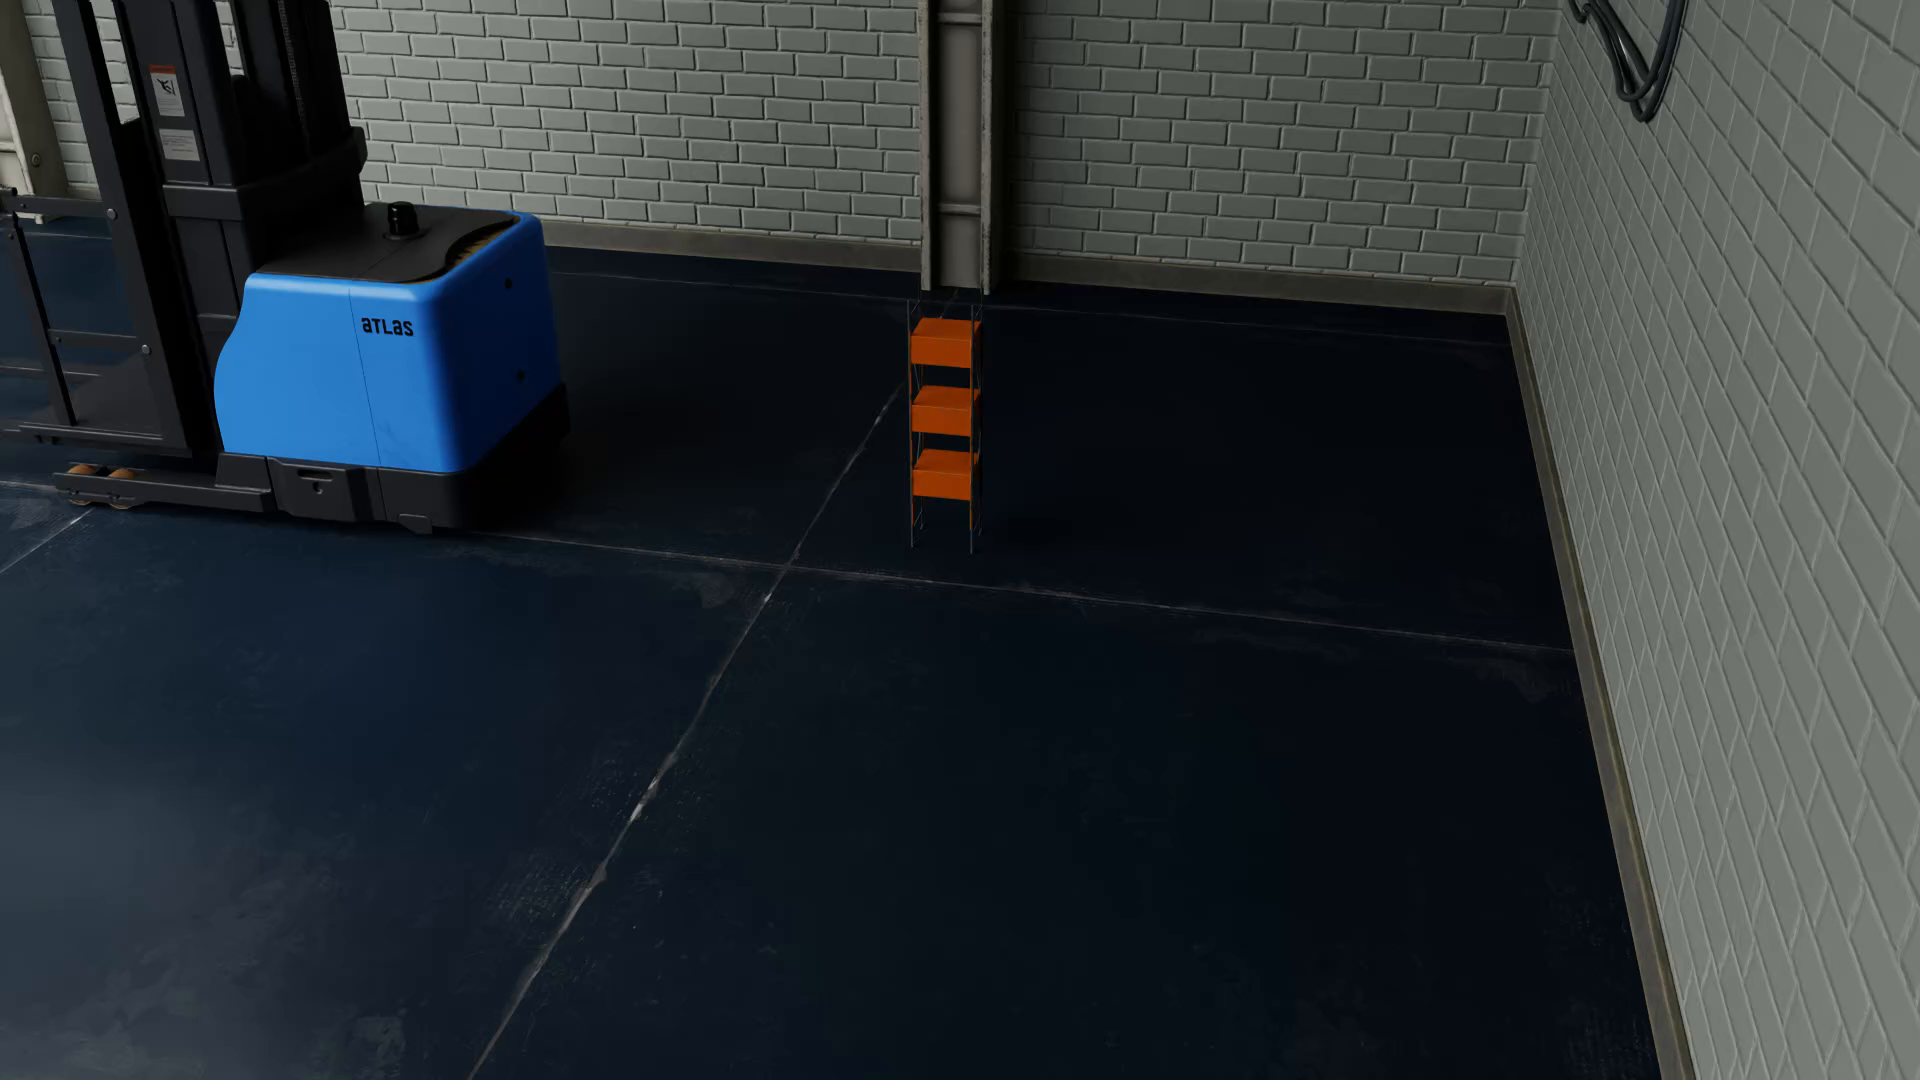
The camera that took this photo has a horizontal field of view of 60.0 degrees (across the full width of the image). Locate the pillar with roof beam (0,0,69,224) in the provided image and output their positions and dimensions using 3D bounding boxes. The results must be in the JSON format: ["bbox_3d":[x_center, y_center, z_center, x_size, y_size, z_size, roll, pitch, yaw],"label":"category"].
[{"bbox_3d":[-6.758,-3.981,4.650,0.400,9.000,9.100,6,29,11],"label":"pillar with roof beam"}]

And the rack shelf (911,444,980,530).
[{"bbox_3d":[-0.052,-0.213,6.646,0.240,0.259,0.215,6,29,11],"label":"rack shelf"}]

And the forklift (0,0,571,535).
[{"bbox_3d":[-3.326,-1.654,6.719,3.031,2.935,1.130,6,29,10],"label":"forklift"}]

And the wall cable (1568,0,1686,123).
[{"bbox_3d":[2.614,-3.122,6.316,0.112,2.526,3.097,6,29,11],"label":"wall cable"}]

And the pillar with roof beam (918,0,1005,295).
[{"bbox_3d":[-0.890,-3.379,3.551,0.400,9.000,9.100,6,29,11],"label":"pillar with roof beam"}]

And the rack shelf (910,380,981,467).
[{"bbox_3d":[-0.052,-0.457,6.513,0.240,0.259,0.215,6,29,11],"label":"rack shelf"}]

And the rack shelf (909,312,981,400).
[{"bbox_3d":[-0.052,-0.705,6.377,0.240,0.259,0.215,6,29,11],"label":"rack shelf"}]

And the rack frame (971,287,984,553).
[{"bbox_3d":[0.067,-0.454,6.485,0.008,1.050,0.200,6,29,11],"label":"rack frame"}]

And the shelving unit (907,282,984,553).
[{"bbox_3d":[-0.052,-0.466,6.508,0.252,1.050,0.215,6,29,11],"label":"shelving unit"}]

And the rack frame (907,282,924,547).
[{"bbox_3d":[-0.172,-0.478,6.530,0.008,1.050,0.200,6,29,11],"label":"rack frame"}]
